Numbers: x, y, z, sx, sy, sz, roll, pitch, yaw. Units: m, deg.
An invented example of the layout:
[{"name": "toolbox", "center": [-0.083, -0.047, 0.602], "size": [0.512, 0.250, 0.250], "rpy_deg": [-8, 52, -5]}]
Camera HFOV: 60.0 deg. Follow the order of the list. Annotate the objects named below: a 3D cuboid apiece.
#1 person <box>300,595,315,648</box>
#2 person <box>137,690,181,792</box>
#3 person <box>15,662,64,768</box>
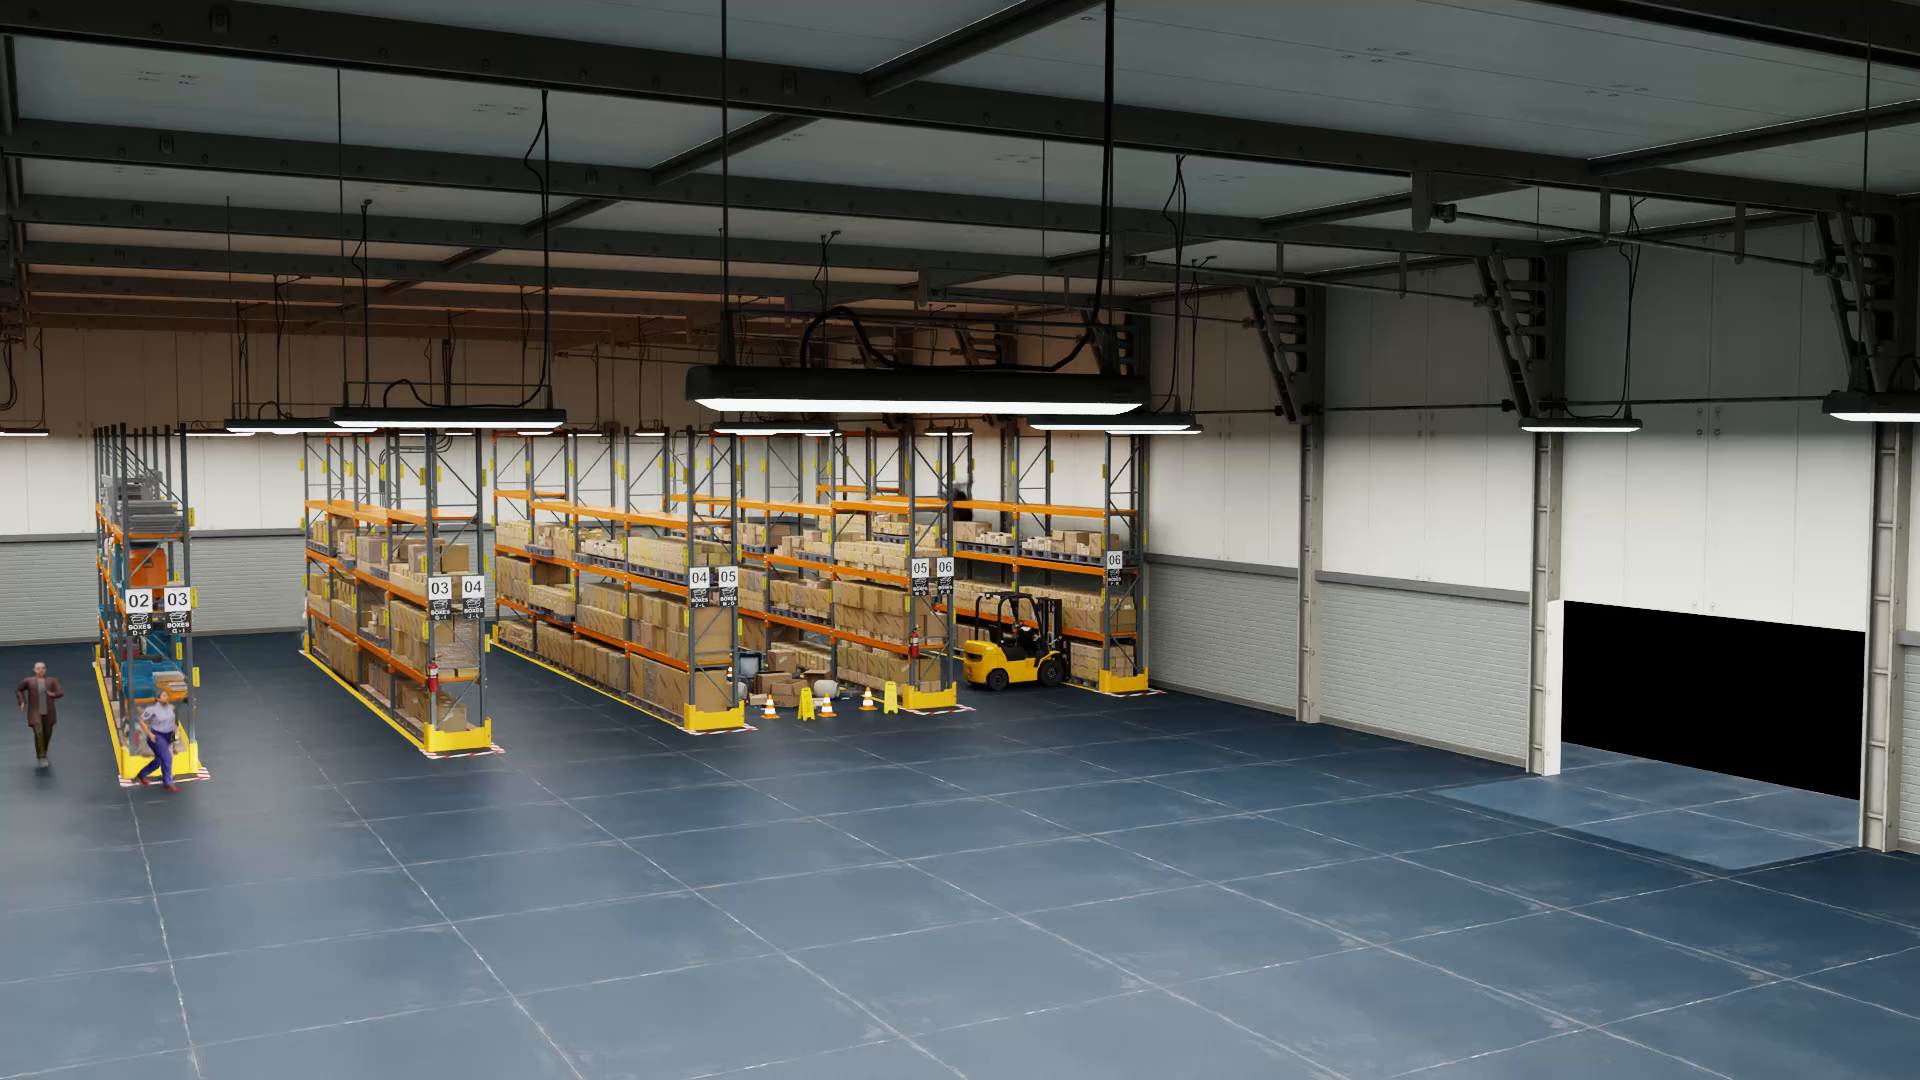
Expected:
[{"name": "person", "center": [-17.831, 2.158, 45.688], "size": [0.632, 1.621, 0.604], "rpy_deg": [-1, 4, -11]}, {"name": "person", "center": [-13.038, 3.247, 27.085], "size": [0.865, 1.636, 0.602], "rpy_deg": [1, 4, 13]}, {"name": "person", "center": [-16.126, 3.035, 29.198], "size": [0.697, 1.782, 1.034], "rpy_deg": [-3, 5, -42]}]
